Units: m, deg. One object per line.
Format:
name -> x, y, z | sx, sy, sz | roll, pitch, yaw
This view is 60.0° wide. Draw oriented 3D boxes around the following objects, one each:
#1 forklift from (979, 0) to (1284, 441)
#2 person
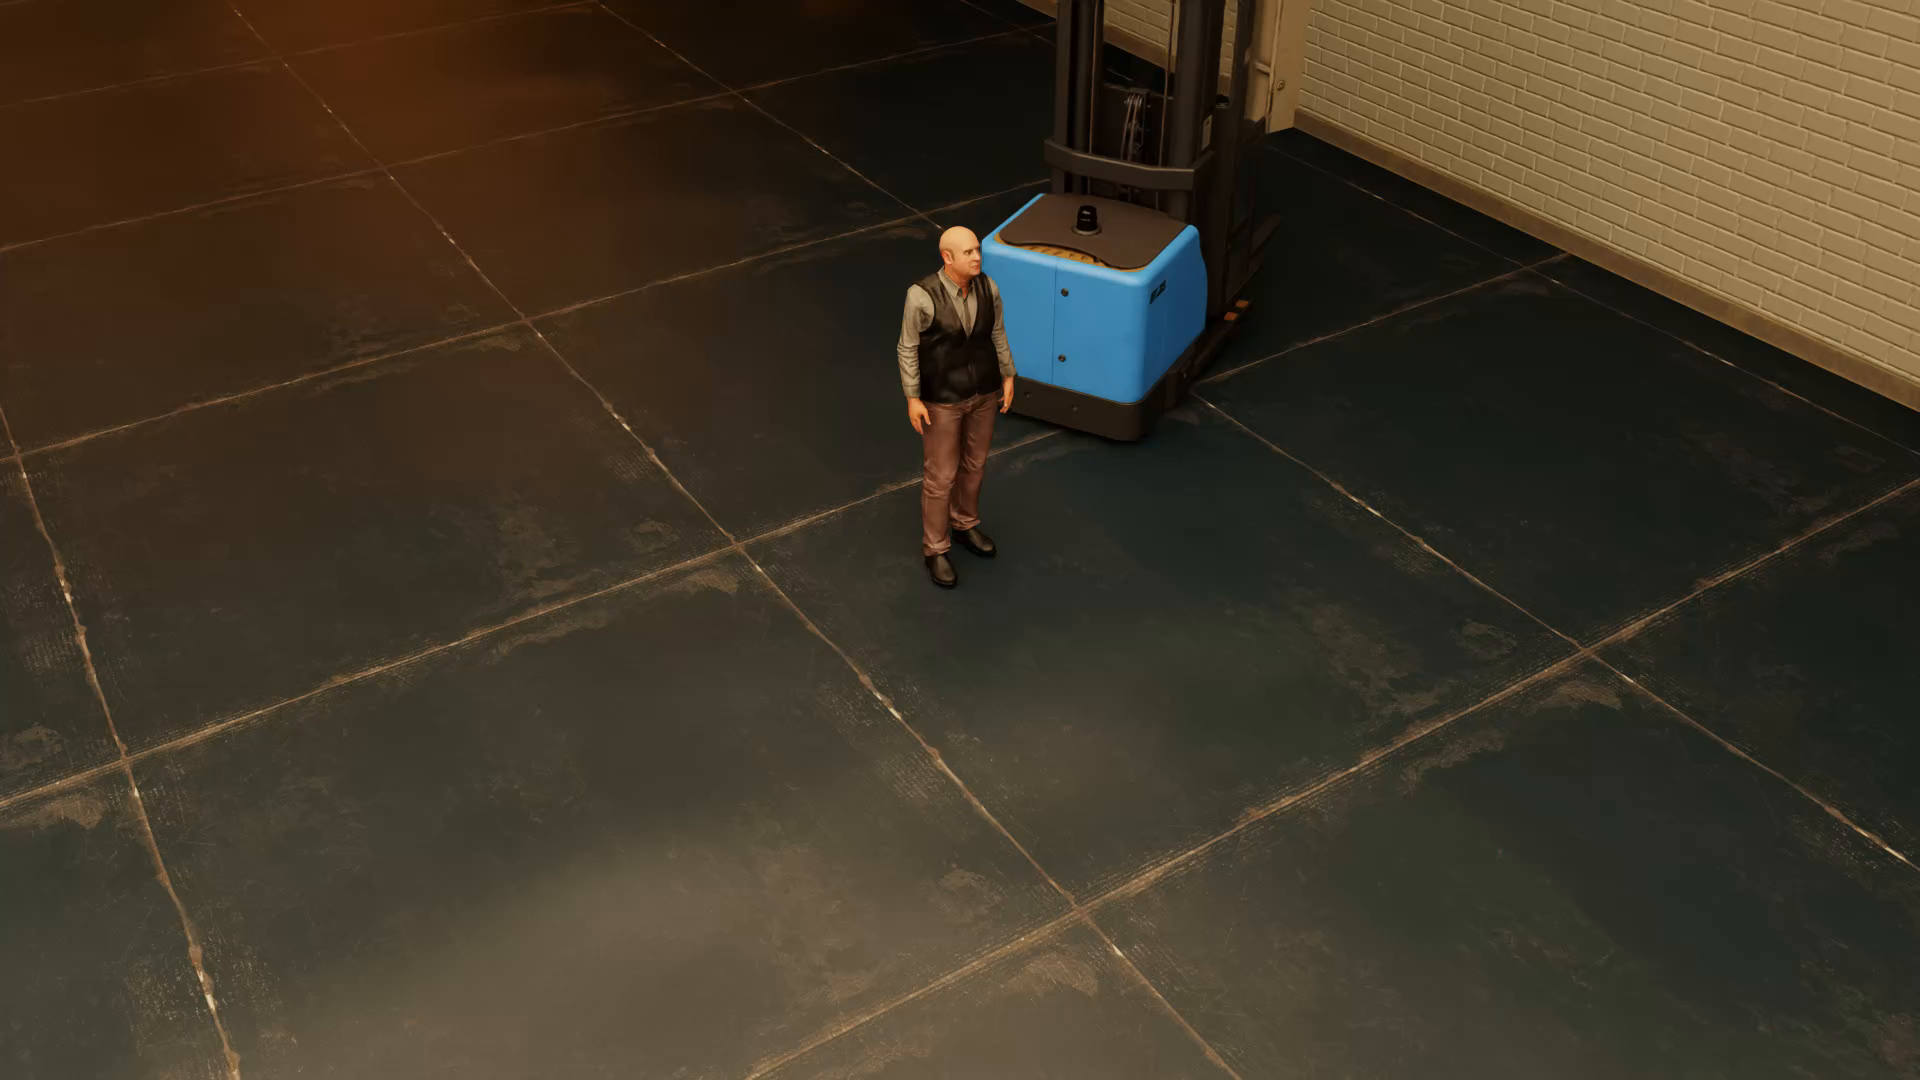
forklift -> 1.230, -2.584, 9.825 | 1.130, 2.935, 3.031 | 17, 39, 23
person -> 0.028, -0.678, 8.152 | 0.633, 1.721, 0.568 | -21, 40, -27
